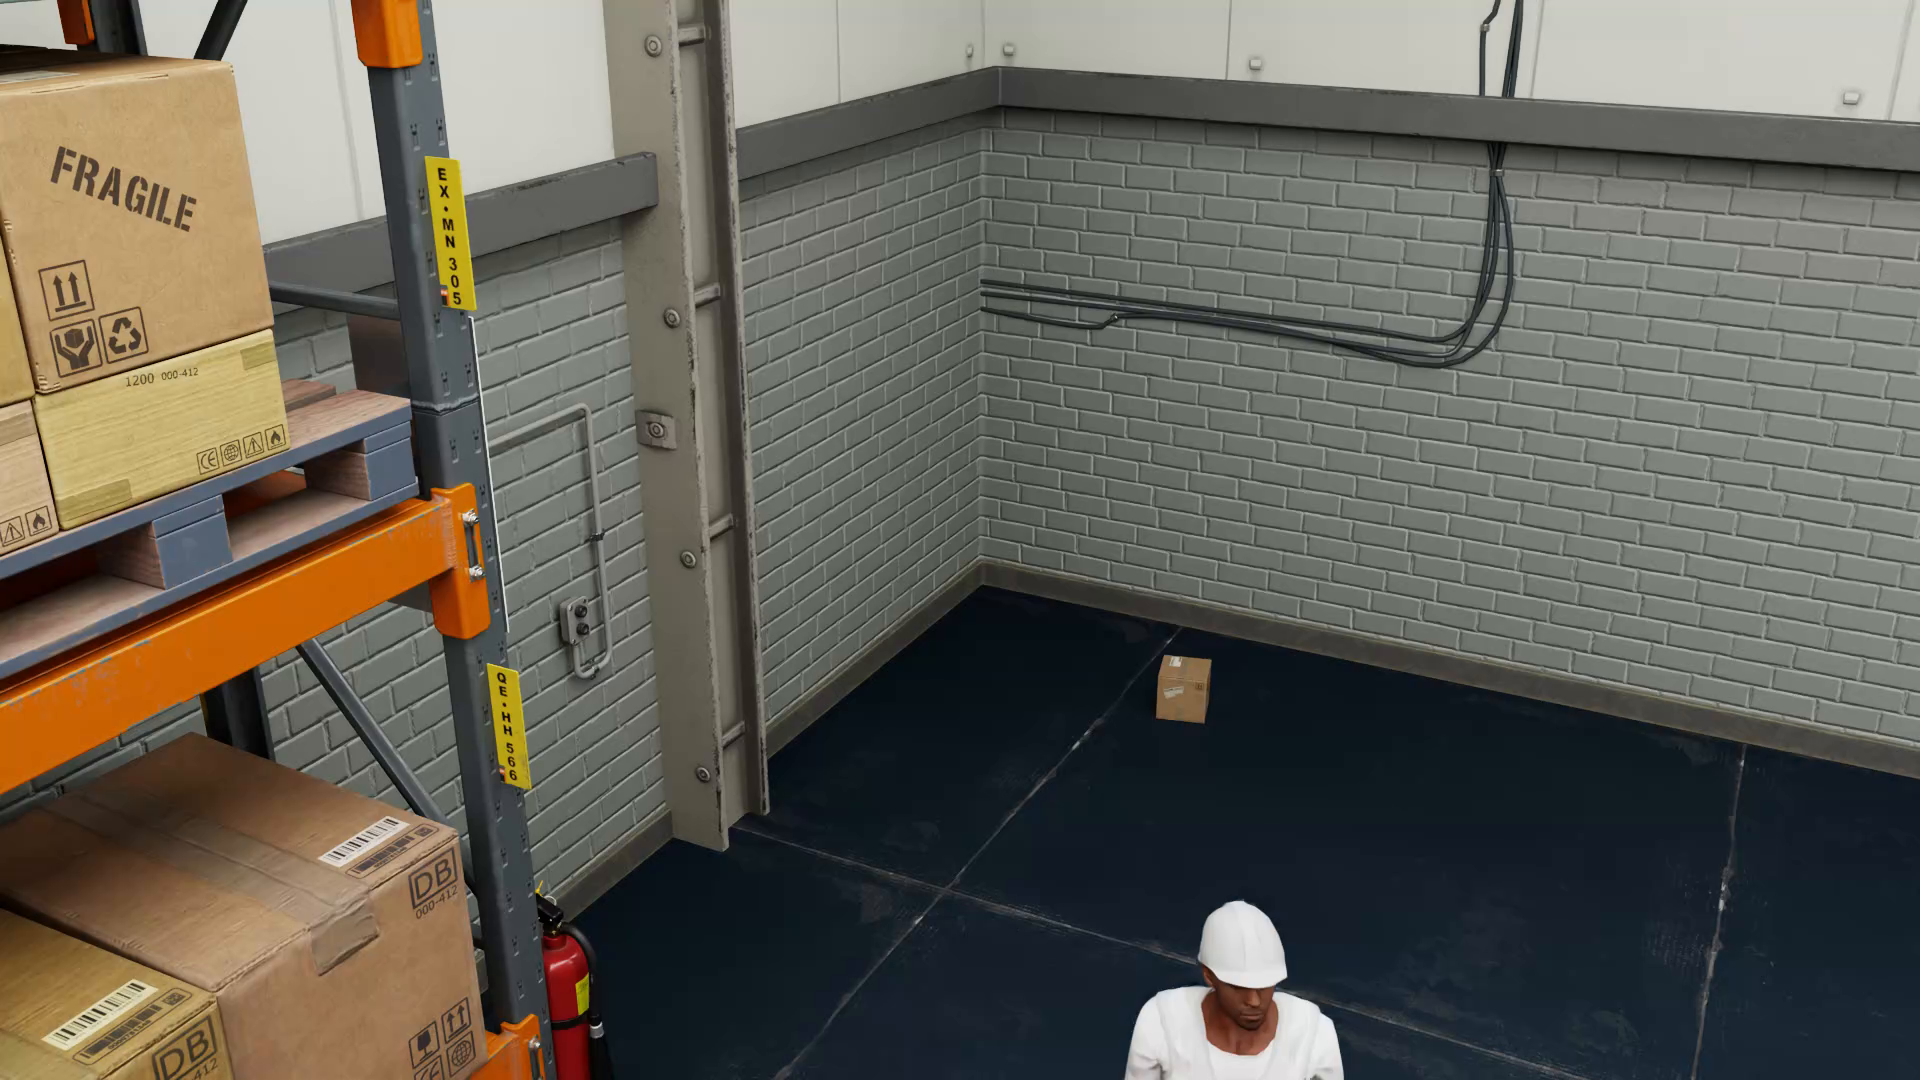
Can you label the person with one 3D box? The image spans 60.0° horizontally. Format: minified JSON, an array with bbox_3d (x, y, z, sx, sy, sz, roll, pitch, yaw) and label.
[{"bbox_3d":[0.687,1.746,4.302,0.597,1.756,0.484,2,23,5],"label":"person"}]
